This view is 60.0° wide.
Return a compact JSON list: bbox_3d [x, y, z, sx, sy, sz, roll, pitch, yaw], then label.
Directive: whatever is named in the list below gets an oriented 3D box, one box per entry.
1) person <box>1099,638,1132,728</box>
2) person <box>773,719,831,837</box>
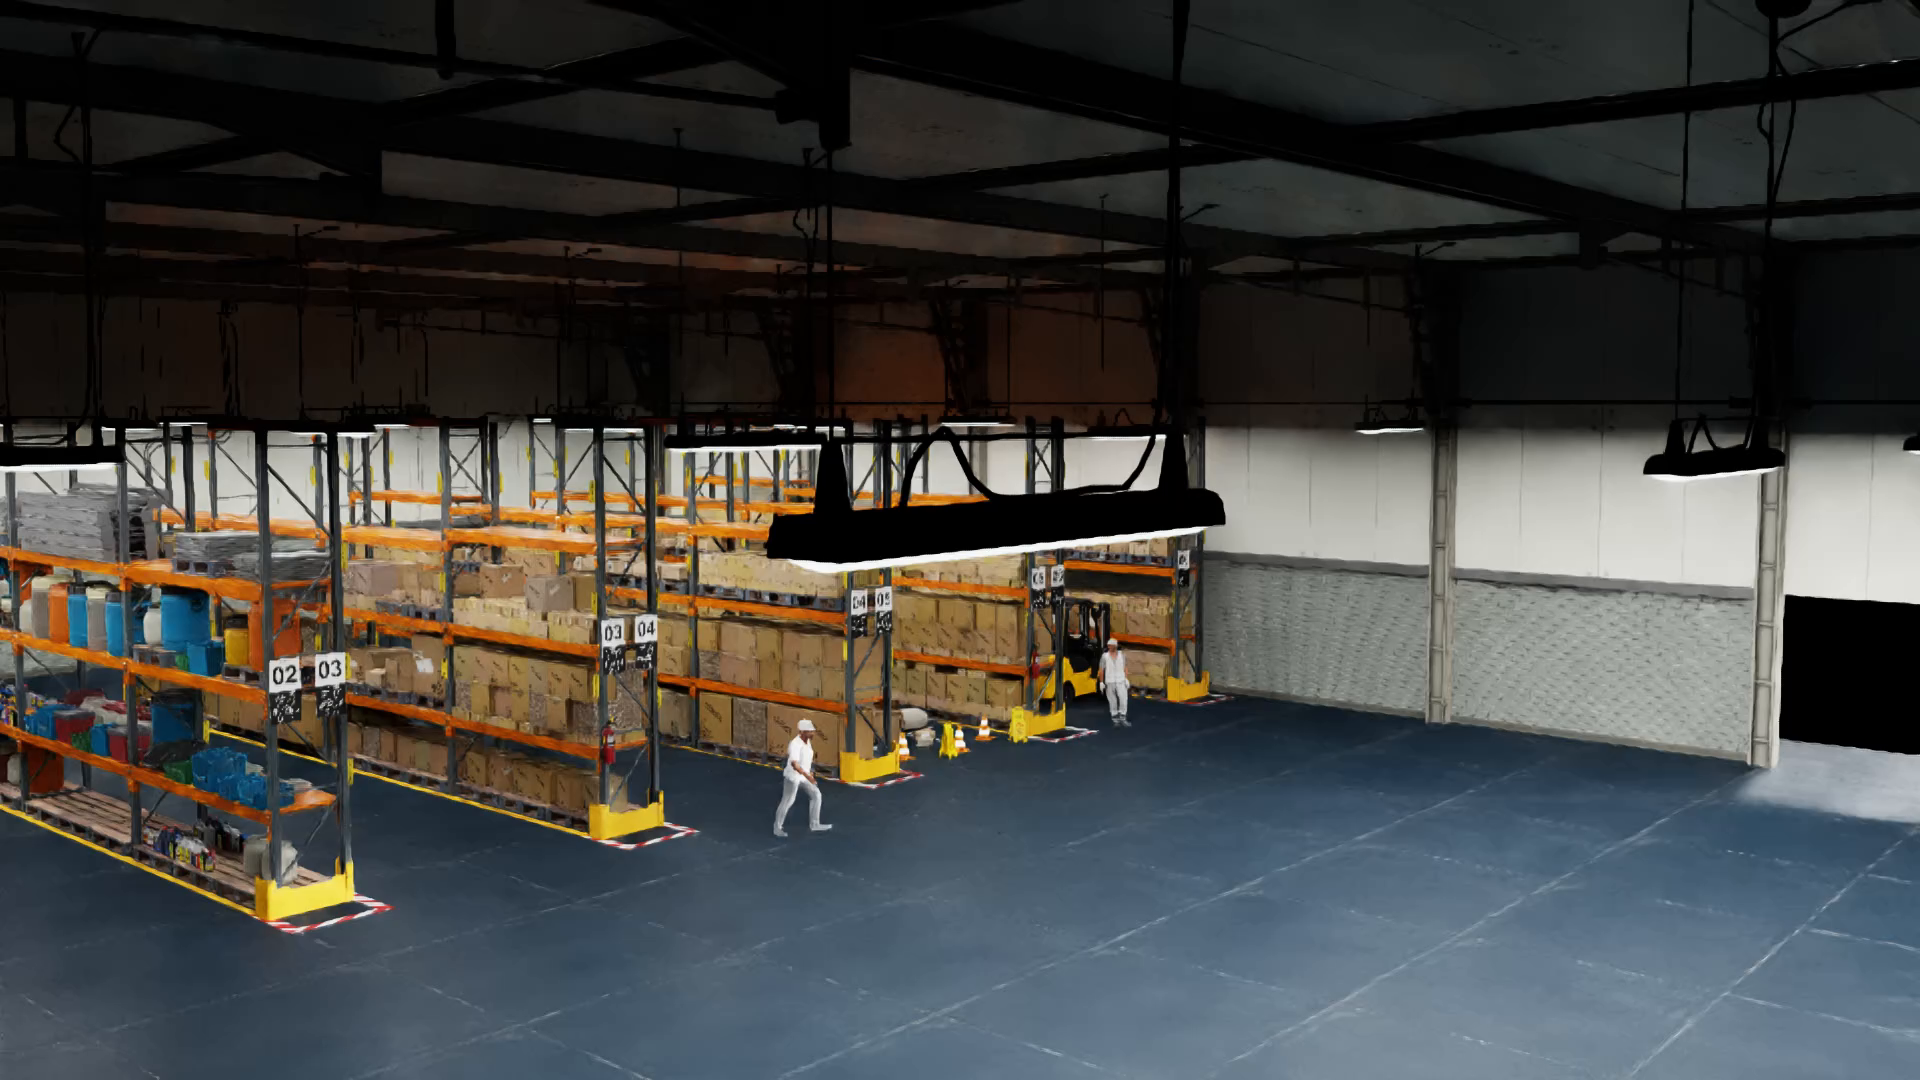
[{"bbox_3d":[3.015,2.760,32.129,0.642,1.774,0.485,0,5,3],"label":"person"},{"bbox_3d":[-2.349,3.456,24.259,0.761,1.710,0.704,2,5,20],"label":"person"}]
